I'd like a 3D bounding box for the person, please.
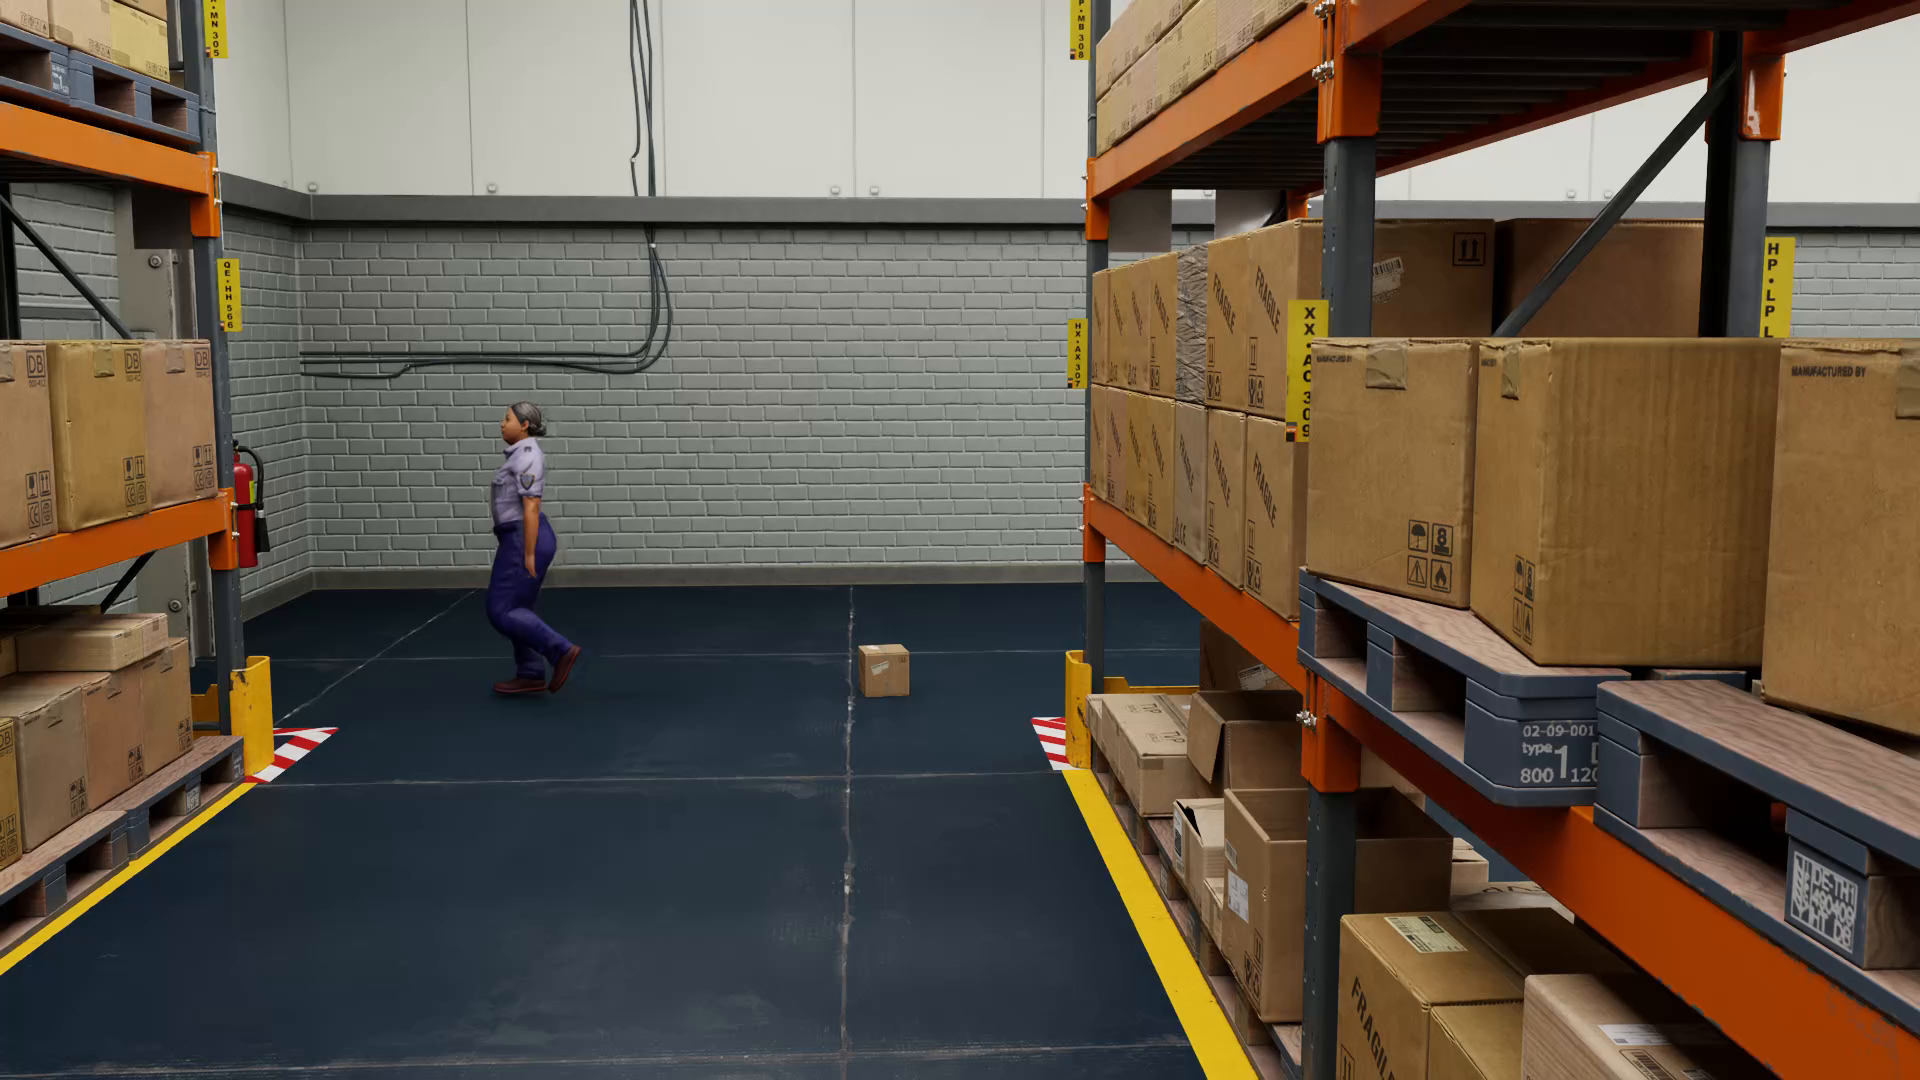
[{"bbox_3d":[-2.378,0.053,9.251,0.500,1.620,0.472,-1,7,-11],"label":"person"}]
